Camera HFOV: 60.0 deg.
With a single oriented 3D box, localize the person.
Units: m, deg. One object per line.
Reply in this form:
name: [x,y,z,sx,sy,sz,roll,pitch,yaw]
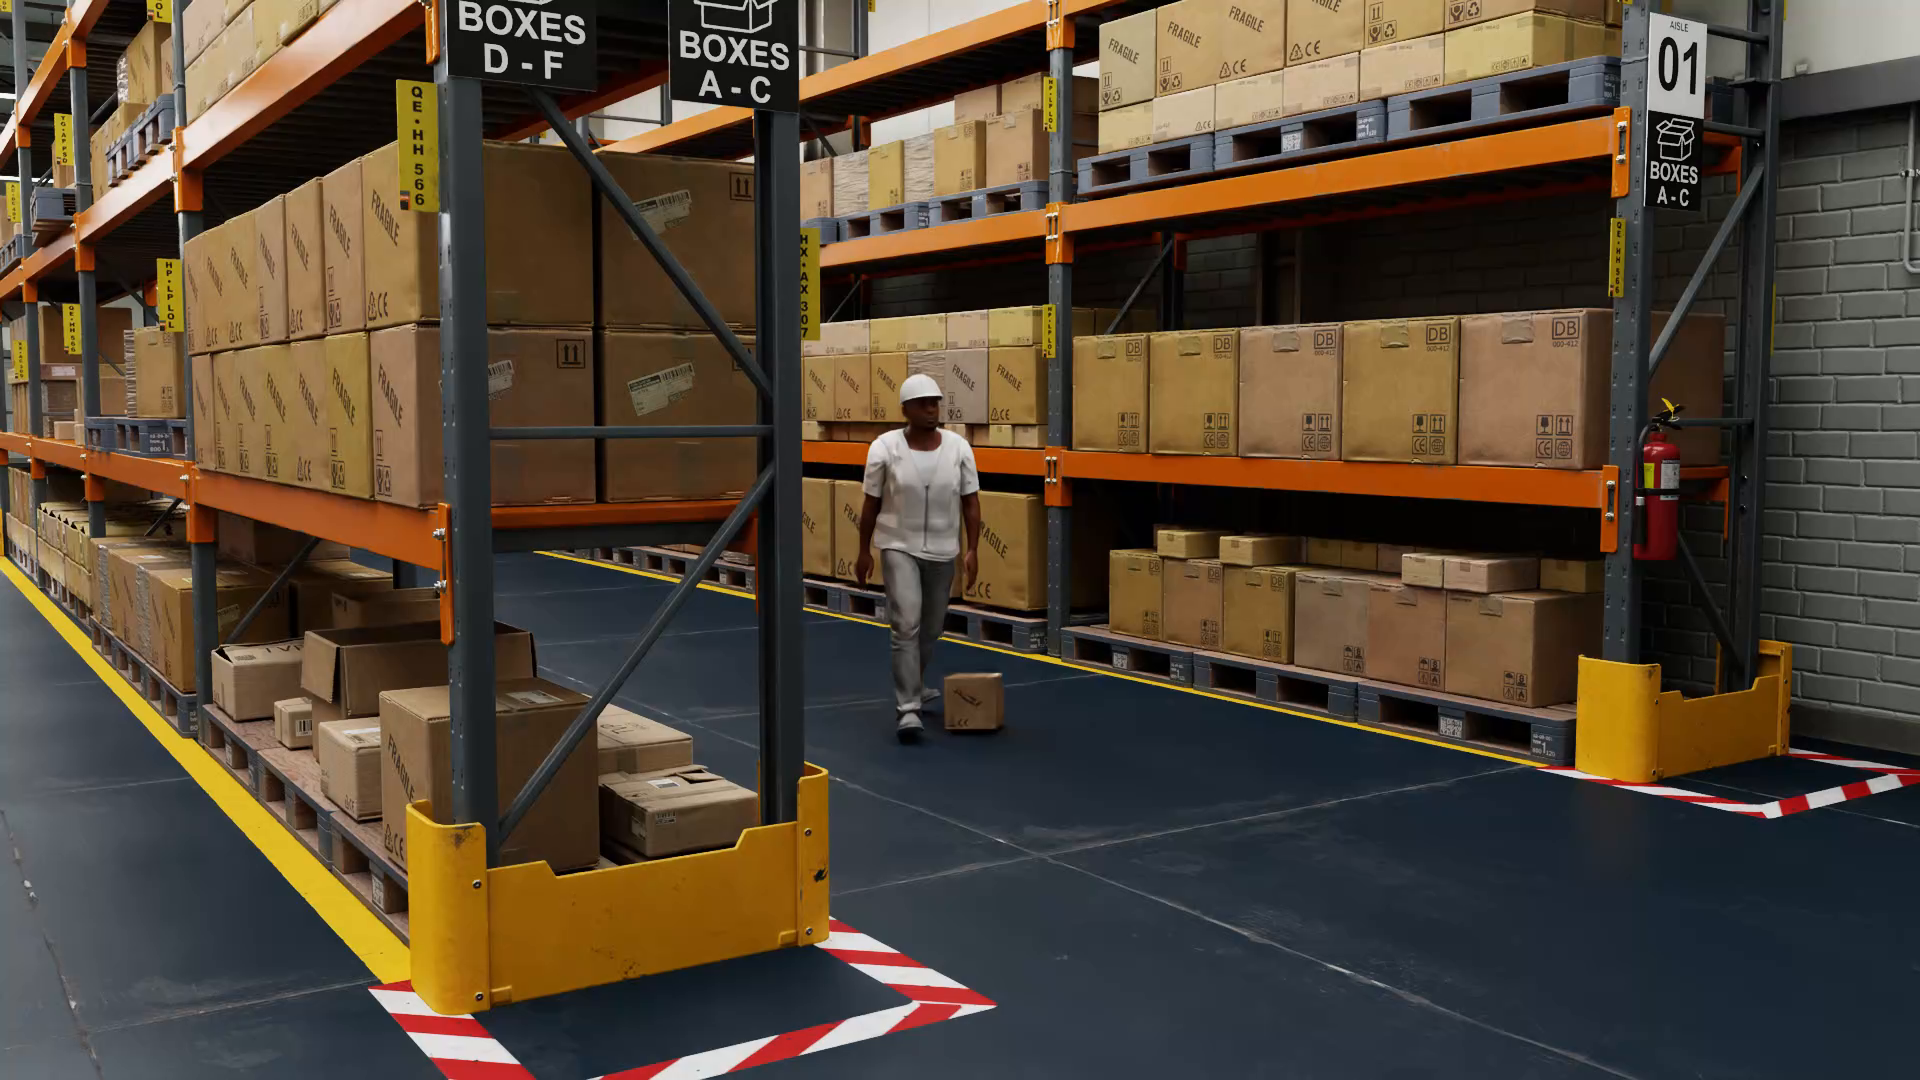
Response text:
person: [-0.198,0.054,8.182,0.593,1.727,0.944,-2,5,-18]
